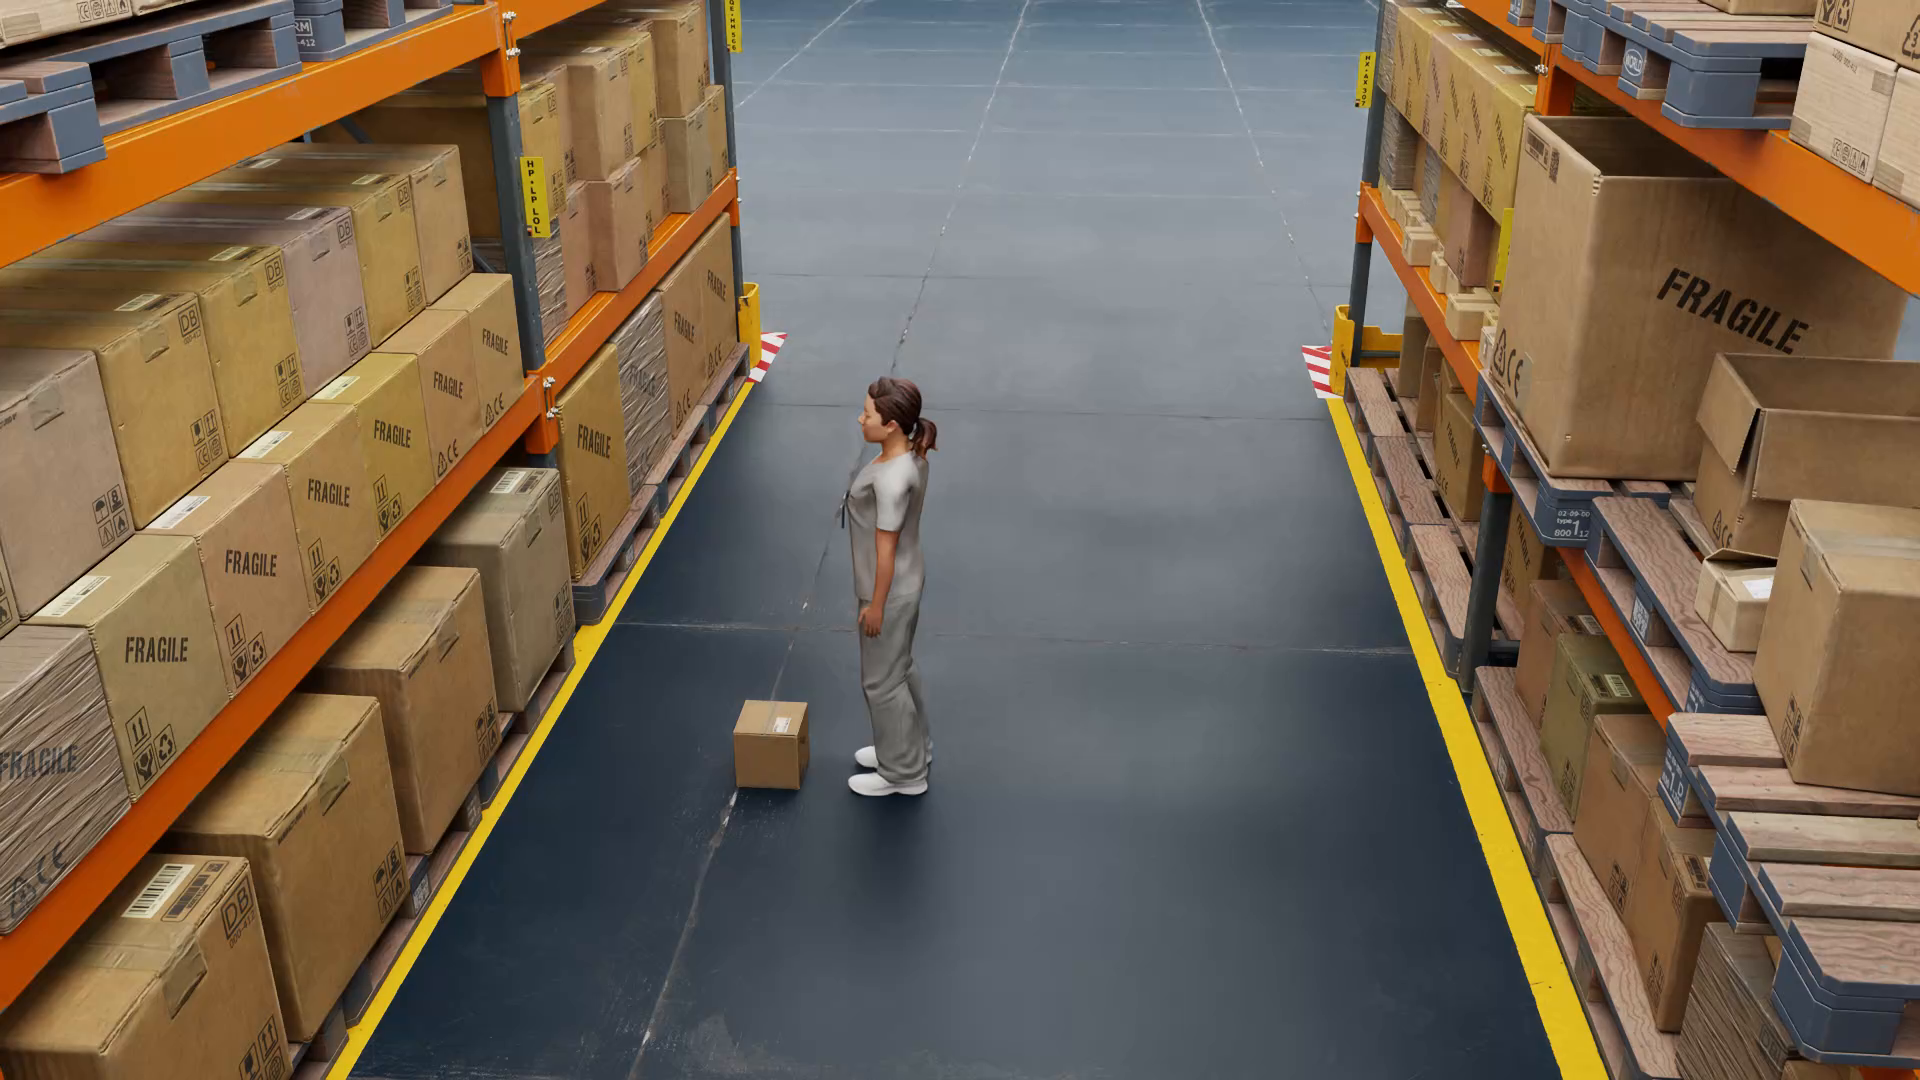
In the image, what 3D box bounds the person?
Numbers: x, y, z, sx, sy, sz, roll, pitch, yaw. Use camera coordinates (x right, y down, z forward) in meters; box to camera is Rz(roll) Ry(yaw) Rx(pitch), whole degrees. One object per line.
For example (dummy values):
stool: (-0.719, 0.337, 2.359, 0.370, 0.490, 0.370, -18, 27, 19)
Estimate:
person: (-0.251, 0.186, 6.212, 0.361, 1.667, 0.437, 3, 25, 6)
